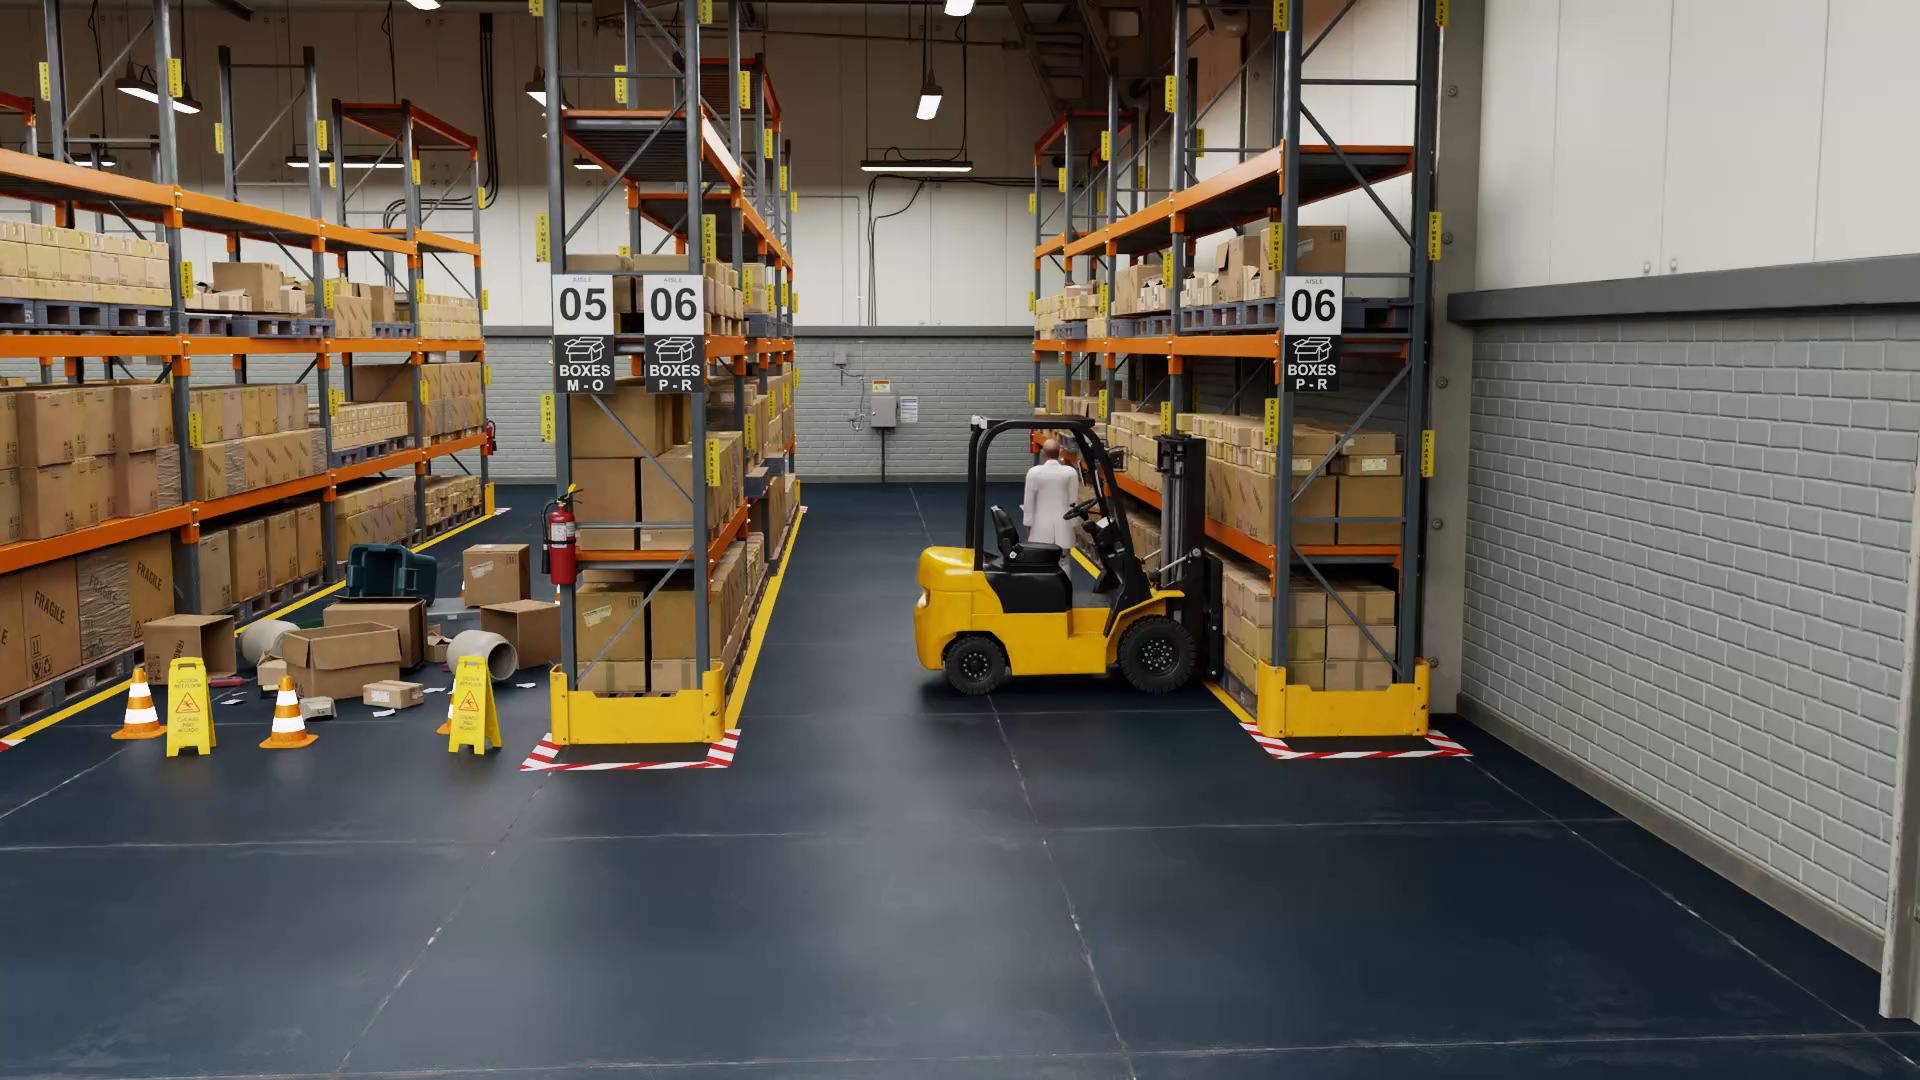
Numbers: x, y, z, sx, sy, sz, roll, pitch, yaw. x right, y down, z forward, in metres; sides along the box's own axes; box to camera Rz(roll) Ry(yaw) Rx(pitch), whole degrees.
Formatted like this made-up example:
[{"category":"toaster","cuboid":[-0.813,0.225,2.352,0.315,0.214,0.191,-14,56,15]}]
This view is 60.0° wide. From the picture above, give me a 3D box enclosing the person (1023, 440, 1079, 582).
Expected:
[{"category":"person","cuboid":[0.926,-0.138,17.003,0.562,1.774,0.383,0,7,-2]}]
